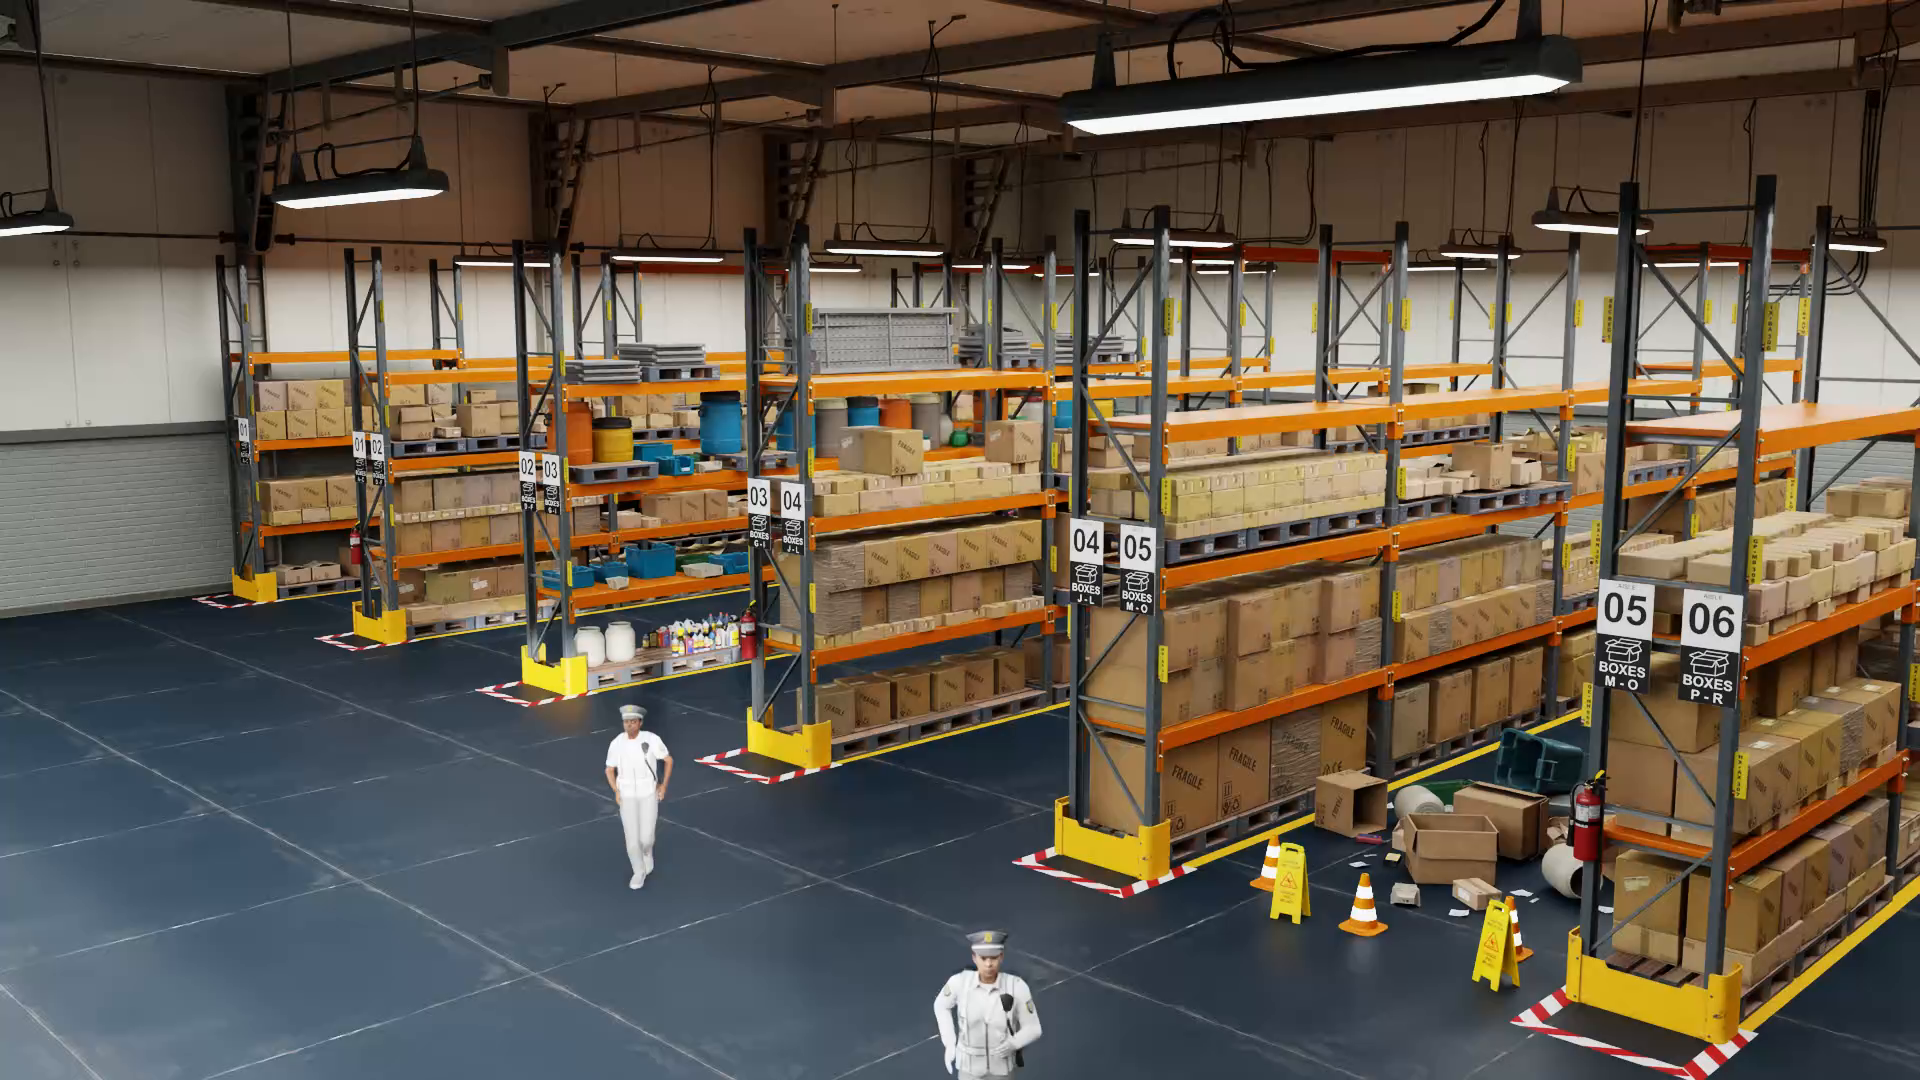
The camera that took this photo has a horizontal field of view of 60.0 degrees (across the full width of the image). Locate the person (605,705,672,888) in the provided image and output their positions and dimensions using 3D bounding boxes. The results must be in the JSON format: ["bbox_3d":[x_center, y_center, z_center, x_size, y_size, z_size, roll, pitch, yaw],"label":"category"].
[{"bbox_3d":[-2.864,2.272,14.779,0.585,1.665,0.502,0,8,-3],"label":"person"}]

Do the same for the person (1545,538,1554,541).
[{"bbox_3d":[9.032,0.766,25.345,0.637,1.609,0.755,8,11,43],"label":"person"}]

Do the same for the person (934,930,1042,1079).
[{"bbox_3d":[0.158,3.008,9.398,0.607,1.713,0.799,0,8,-1],"label":"person"}]
